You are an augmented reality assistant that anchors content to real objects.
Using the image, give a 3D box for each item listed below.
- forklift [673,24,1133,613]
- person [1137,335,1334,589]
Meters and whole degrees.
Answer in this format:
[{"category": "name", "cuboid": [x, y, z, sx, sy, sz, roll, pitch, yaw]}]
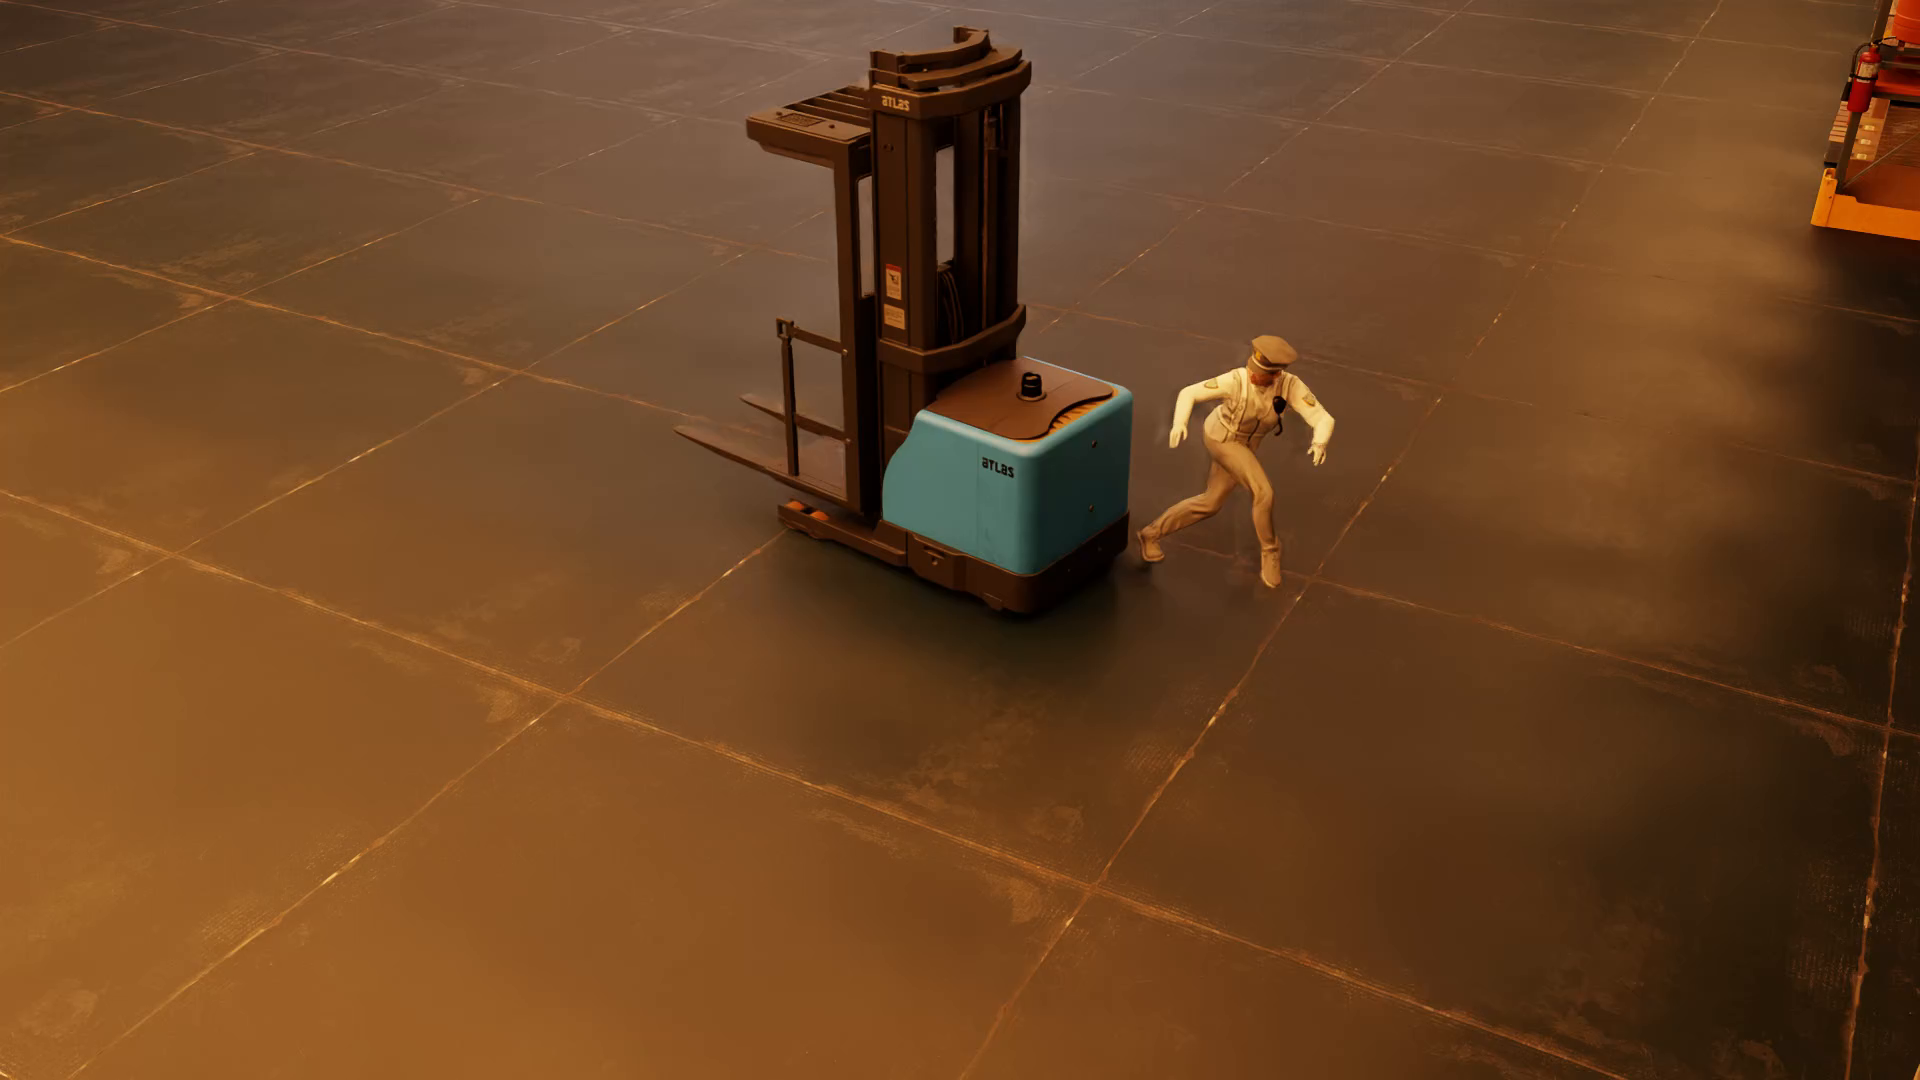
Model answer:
[{"category": "forklift", "cuboid": [-0.479, -1.459, 9.598, 3.031, 2.935, 1.130, 22, 36, 33]}, {"category": "person", "cuboid": [1.559, -0.423, 9.306, 0.885, 1.461, 0.976, -16, 34, -25]}]
